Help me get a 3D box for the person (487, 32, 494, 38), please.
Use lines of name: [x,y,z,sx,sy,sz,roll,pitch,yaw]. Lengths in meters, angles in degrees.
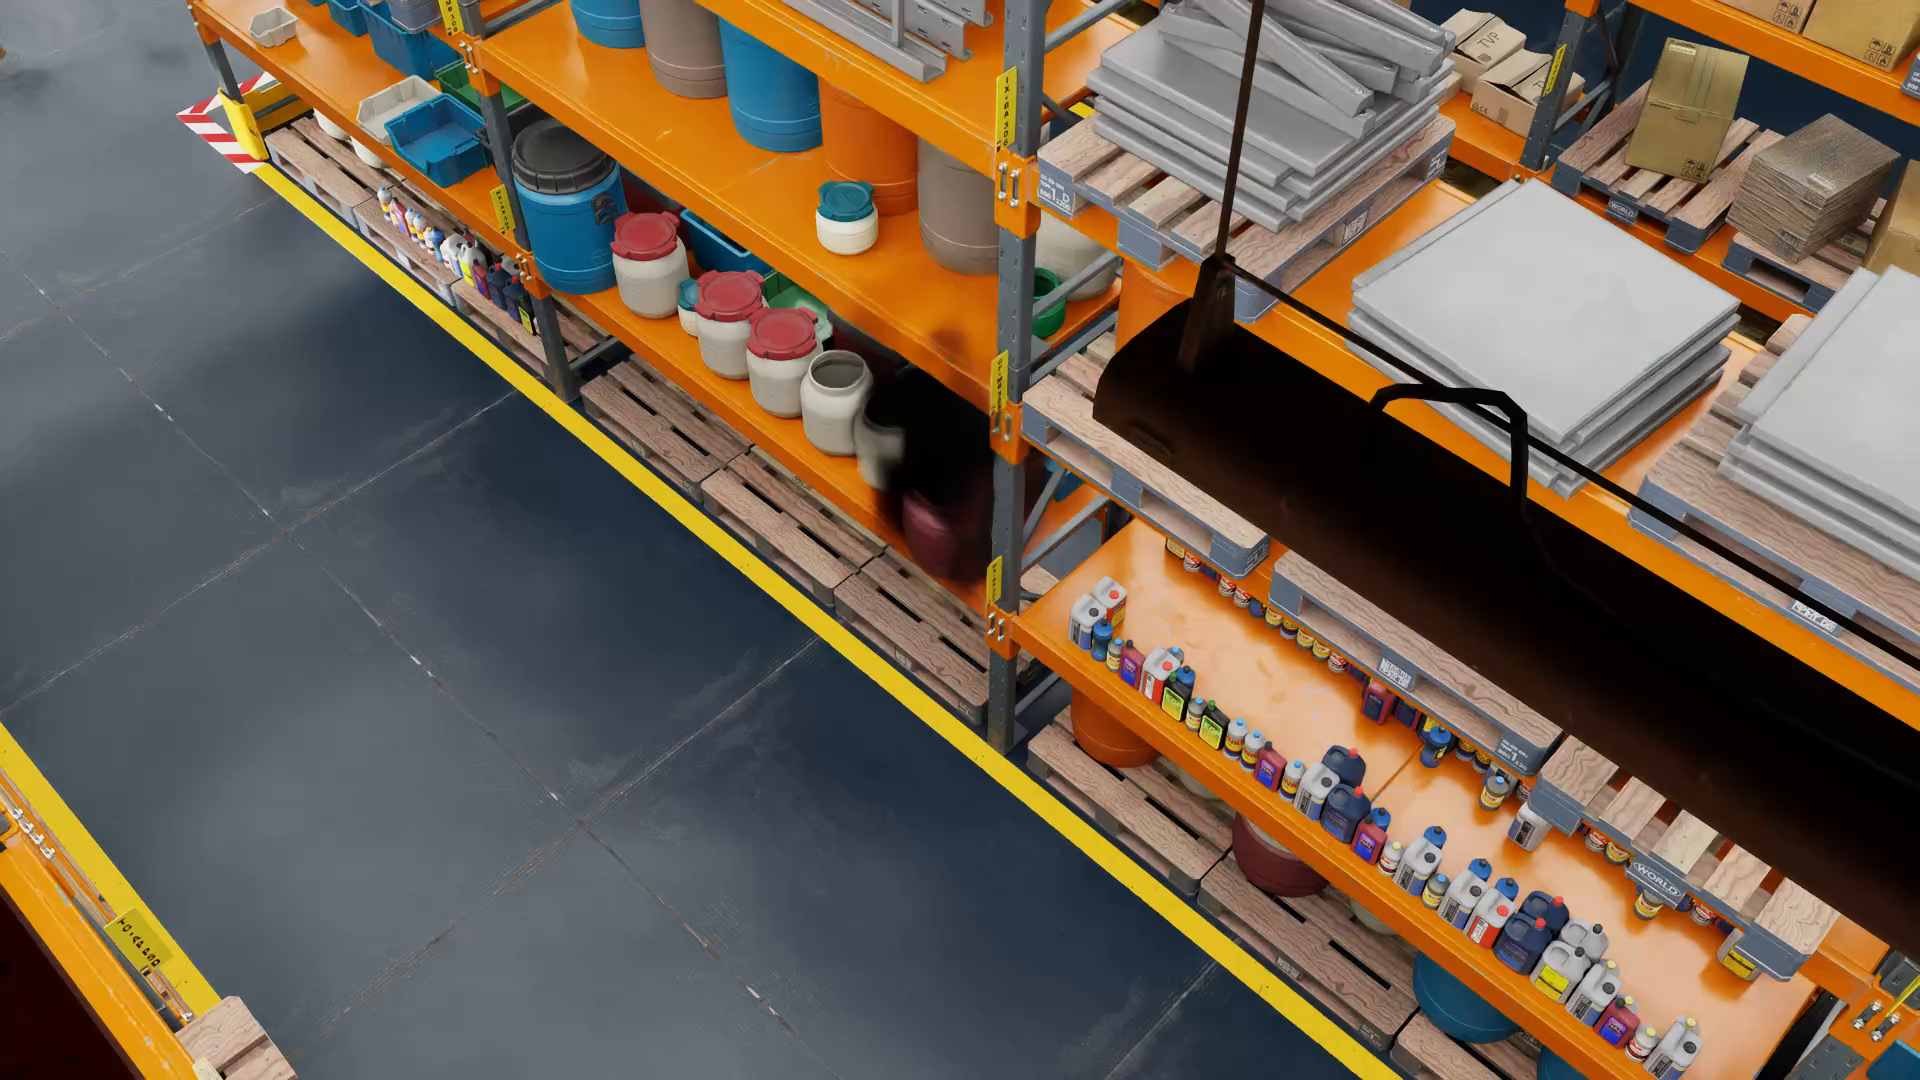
person: [-3.740,-4.242,12.785,0.832,1.837,0.671,31,57,23]
